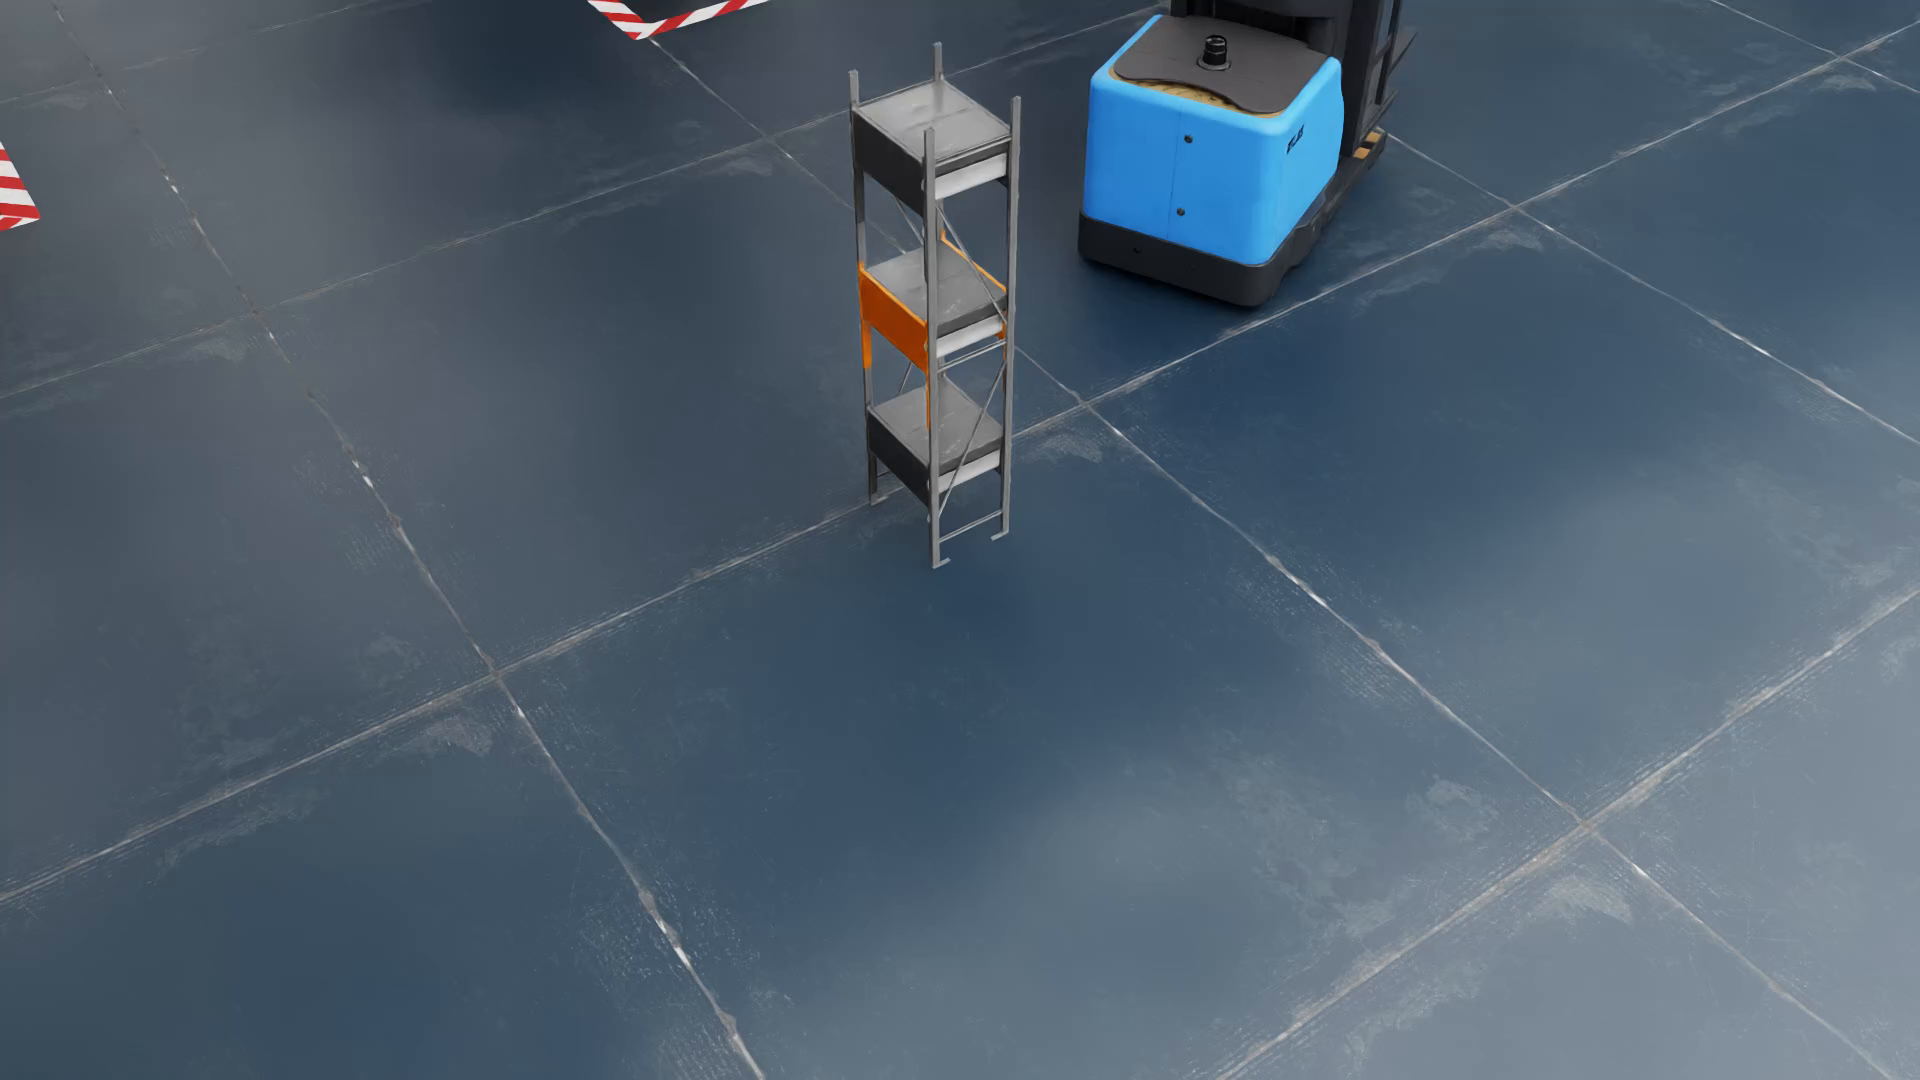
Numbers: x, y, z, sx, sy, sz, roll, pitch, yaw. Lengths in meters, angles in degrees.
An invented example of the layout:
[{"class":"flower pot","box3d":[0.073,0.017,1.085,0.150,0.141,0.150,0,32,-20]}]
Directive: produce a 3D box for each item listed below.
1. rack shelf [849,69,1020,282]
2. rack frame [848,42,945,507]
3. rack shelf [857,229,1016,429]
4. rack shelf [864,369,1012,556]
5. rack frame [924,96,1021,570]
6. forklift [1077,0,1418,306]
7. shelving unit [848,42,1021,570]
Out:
[{"class":"rack shelf","box3d":[-0.095,-1.350,6.140,0.431,0.518,0.480,-26,49,-24]},{"class":"rack frame","box3d":[-0.234,-0.991,6.759,0.400,2.100,0.015,-26,49,-24]},{"class":"rack shelf","box3d":[-0.095,-0.843,6.624,0.431,0.518,0.480,-26,49,-24]},{"class":"rack shelf","box3d":[-0.095,-0.337,7.107,0.431,0.518,0.480,-26,49,-24]},{"class":"rack frame","box3d":[0.045,-0.715,6.469,0.400,2.100,0.015,-26,49,-24]},{"class":"forklift","box3d":[1.778,-3.246,8.519,1.130,2.935,3.031,21,48,21]},{"class":"shelving unit","box3d":[-0.095,-0.853,6.614,0.431,2.100,0.503,-26,49,-24]}]
